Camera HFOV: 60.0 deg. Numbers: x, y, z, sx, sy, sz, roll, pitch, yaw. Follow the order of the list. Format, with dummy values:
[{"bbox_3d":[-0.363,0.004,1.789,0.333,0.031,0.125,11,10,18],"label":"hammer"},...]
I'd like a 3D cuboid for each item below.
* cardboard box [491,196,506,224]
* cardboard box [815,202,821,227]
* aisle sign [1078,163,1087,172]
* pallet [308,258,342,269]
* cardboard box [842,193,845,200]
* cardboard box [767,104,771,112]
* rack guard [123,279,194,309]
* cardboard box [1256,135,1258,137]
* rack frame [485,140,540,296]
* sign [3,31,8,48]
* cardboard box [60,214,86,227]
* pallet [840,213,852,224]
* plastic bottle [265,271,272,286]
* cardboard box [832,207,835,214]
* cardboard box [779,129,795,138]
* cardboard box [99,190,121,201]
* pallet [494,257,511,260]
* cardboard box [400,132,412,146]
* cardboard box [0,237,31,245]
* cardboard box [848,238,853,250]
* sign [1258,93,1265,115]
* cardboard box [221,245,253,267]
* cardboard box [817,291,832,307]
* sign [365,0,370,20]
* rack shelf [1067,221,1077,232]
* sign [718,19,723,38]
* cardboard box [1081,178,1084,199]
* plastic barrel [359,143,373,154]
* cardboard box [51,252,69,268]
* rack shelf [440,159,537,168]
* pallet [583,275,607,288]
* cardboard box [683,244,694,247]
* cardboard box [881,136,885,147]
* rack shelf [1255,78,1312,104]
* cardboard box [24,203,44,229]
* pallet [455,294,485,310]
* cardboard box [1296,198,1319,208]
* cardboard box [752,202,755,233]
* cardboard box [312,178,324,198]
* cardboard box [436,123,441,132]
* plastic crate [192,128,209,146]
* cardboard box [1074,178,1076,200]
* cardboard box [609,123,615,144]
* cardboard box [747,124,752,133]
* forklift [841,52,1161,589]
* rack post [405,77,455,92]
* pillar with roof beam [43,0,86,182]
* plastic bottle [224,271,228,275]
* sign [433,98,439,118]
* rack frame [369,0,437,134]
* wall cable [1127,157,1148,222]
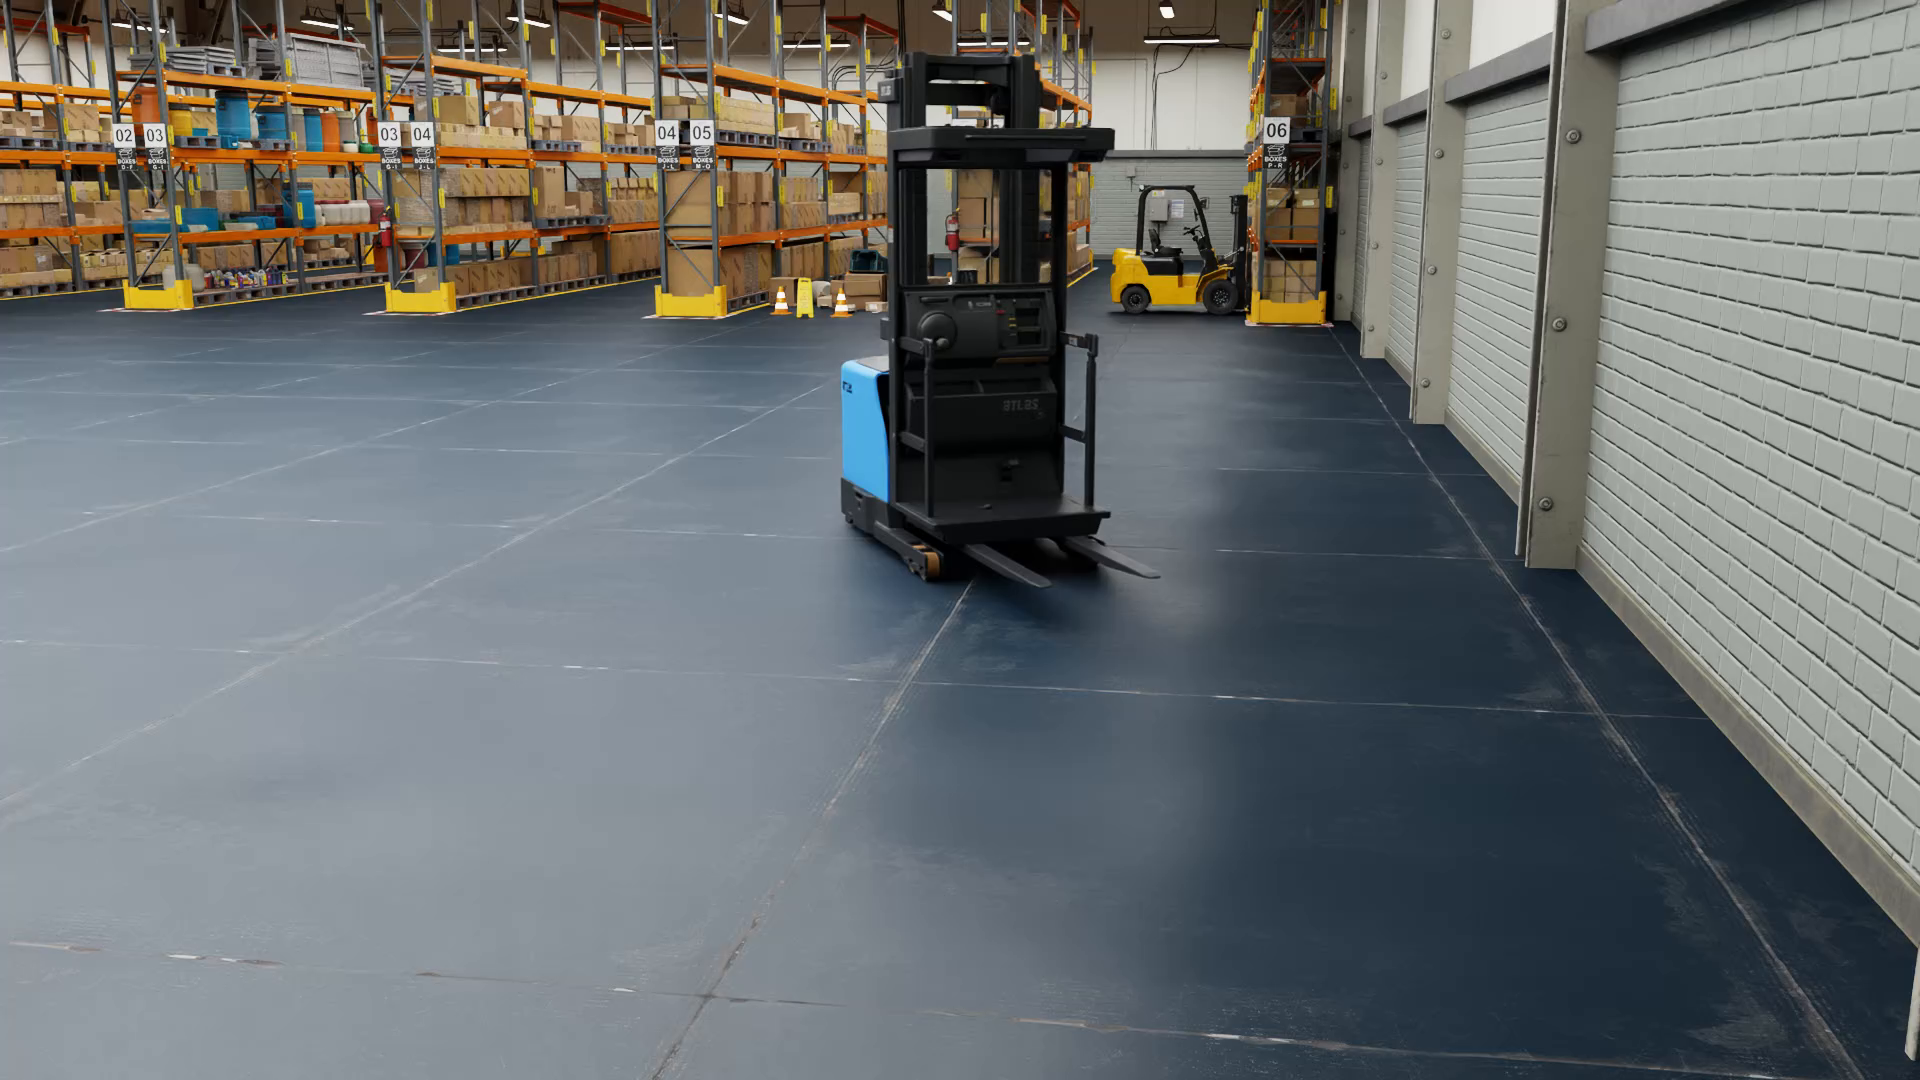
[{"bbox_3d":[-9.028,-6.179,31.099,0.875,0.500,0.500,2,12,9],"label":"cardboard box"},{"bbox_3d":[-3.190,-6.780,34.595,0.500,0.500,0.500,2,12,9],"label":"cardboard box"},{"bbox_3d":[3.147,-9.739,42.393,0.394,0.787,0.004,2,12,9],"label":"aisle sign"},{"bbox_3d":[-17.074,-7.308,43.902,1.003,0.211,1.213,2,12,9],"label":"pallet"},{"bbox_3d":[-2.803,-7.726,37.410,0.380,0.149,0.250,2,12,8],"label":"cardboard box"},{"bbox_3d":[-3.703,-7.953,30.625,0.380,0.149,0.250,2,12,8],"label":"cardboard box"},{"bbox_3d":[-14.352,-4.409,29.767,1.175,0.500,0.348,2,12,9],"label":"rack guard"},{"bbox_3d":[5.995,-8.052,32.146,0.500,0.500,0.500,2,12,10],"label":"cardboard box"},{"bbox_3d":[-8.808,-6.286,32.542,1.000,3.000,0.127,2,12,9],"label":"rack frame"},{"bbox_3d":[-19.134,-10.051,33.367,0.100,0.325,0.005,2,12,9],"label":"sign"},{"bbox_3d":[-18.564,-6.639,34.533,0.500,0.250,0.500,3,12,12],"label":"cardboard box"},{"bbox_3d":[-3.044,-7.257,37.501,1.003,0.211,1.213,2,12,9],"label":"pallet"},{"bbox_3d":[-13.530,-5.115,32.512,0.061,0.283,0.133,3,12,12],"label":"plastic bottle"},{"bbox_3d":[-2.957,-7.218,36.467,0.380,0.149,0.250,3,12,11],"label":"cardboard box"},{"bbox_3d":[-3.450,-7.985,32.669,0.380,0.149,0.250,2,12,9],"label":"cardboard box"},{"bbox_3d":[-22.162,-8.692,42.994,0.980,0.700,0.700,2,12,10],"label":"cardboard box"},{"bbox_3d":[-12.022,-7.411,44.381,1.003,0.211,1.213,2,12,9],"label":"pallet"},{"bbox_3d":[-9.600,-6.955,28.882,0.500,0.250,0.500,2,12,10],"label":"cardboard box"},{"bbox_3d":[-22.634,-6.904,39.513,0.750,0.750,0.750,2,12,8],"label":"cardboard box"},{"bbox_3d":[-2.717,-6.739,37.802,0.500,0.250,0.500,1,12,6],"label":"cardboard box"},{"bbox_3d":[4.740,-6.853,26.140,0.100,0.325,0.005,2,12,9],"label":"sign"},{"bbox_3d":[-17.396,-6.841,40.008,0.500,0.500,0.500,1,12,7],"label":"cardboard box"},{"bbox_3d":[-2.367,-4.350,30.050,0.396,0.266,0.258,4,13,18],"label":"cardboard box"},{"bbox_3d":[-9.969,-8.942,28.035,0.100,0.325,0.005,2,12,9],"label":"sign"},{"bbox_3d":[1.907,-6.862,36.924,1.077,0.370,4.000,2,12,9],"label":"rack shelf"},{"bbox_3d":[-4.461,-9.548,31.030,0.100,0.325,0.005,2,12,9],"label":"sign"},{"bbox_3d":[2.701,-8.471,40.068,0.500,0.500,0.500,2,12,10],"label":"cardboard box"},{"bbox_3d":[-13.075,-8.617,36.605,0.294,0.245,0.294,0,12,0],"label":"plastic barrel"},{"bbox_3d":[-18.817,-5.837,34.656,0.500,0.311,0.500,2,12,9],"label":"cardboard box"},{"bbox_3d":[-12.164,-9.643,42.706,1.077,0.370,4.000,2,12,9],"label":"rack shelf"},{"bbox_3d":[-8.315,-5.593,35.945,1.003,0.211,1.213,2,12,9],"label":"pallet"},{"bbox_3d":[-7.259,-7.440,41.944,0.875,0.875,0.875,2,12,9],"label":"cardboard box"},{"bbox_3d":[-2.145,-9.818,40.980,0.500,0.250,0.500,1,12,6],"label":"cardboard box"},{"bbox_3d":[6.197,-8.607,31.728,1.077,0.370,4.000,2,12,9],"label":"rack shelf"},{"bbox_3d":[-18.733,-6.454,33.085,0.700,0.500,0.500,2,12,8],"label":"cardboard box"},{"bbox_3d":[-9.252,-4.274,29.825,1.003,0.211,1.213,2,12,9],"label":"pallet"},{"bbox_3d":[5.582,-5.401,26.656,0.380,0.149,0.250,2,12,7],"label":"cardboard box"},{"bbox_3d":[-4.229,-5.877,30.287,0.875,0.550,0.550,2,12,9],"label":"cardboard box"},{"bbox_3d":[-16.857,-9.114,43.055,0.500,0.500,0.500,2,12,7],"label":"cardboard box"},{"bbox_3d":[-9.153,-7.091,28.568,0.380,0.149,0.250,2,12,8],"label":"cardboard box"},{"bbox_3d":[-14.322,-7.479,30.996,0.392,0.384,0.575,2,12,9],"label":"plastic crate"},{"bbox_3d":[2.394,-8.067,38.195,0.500,0.500,0.500,2,12,10],"label":"cardboard box"},{"bbox_3d":[-8.125,-9.151,37.482,0.500,0.500,0.500,3,12,12],"label":"cardboard box"},{"bbox_3d":[-3.897,-7.298,29.481,0.380,0.149,0.250,2,12,8],"label":"cardboard box"},{"bbox_3d":[0.198,-1.301,9.573,1.130,2.935,3.031,-4,13,-20],"label":"forklift"},{"bbox_3d":[-12.632,-10.833,39.581,0.937,0.300,0.954,2,12,8],"label":"rack post"},{"bbox_3d":[-18.754,-11.400,42.031,9.100,9.000,0.548,2,12,9],"label":"pillar with roof beam"},{"bbox_3d":[-14.332,-5.107,32.474,0.061,0.283,0.133,2,12,11],"label":"plastic bottle"},{"bbox_3d":[-8.887,-7.330,28.189,0.100,0.325,0.005,2,12,9],"label":"sign"},{"bbox_3d":[-9.424,-8.386,28.047,1.000,3.000,0.127,2,12,9],"label":"rack frame"},{"bbox_3d":[5.077,-10.091,47.785,0.588,1.984,0.122,2,12,9],"label":"wall cable"}]
